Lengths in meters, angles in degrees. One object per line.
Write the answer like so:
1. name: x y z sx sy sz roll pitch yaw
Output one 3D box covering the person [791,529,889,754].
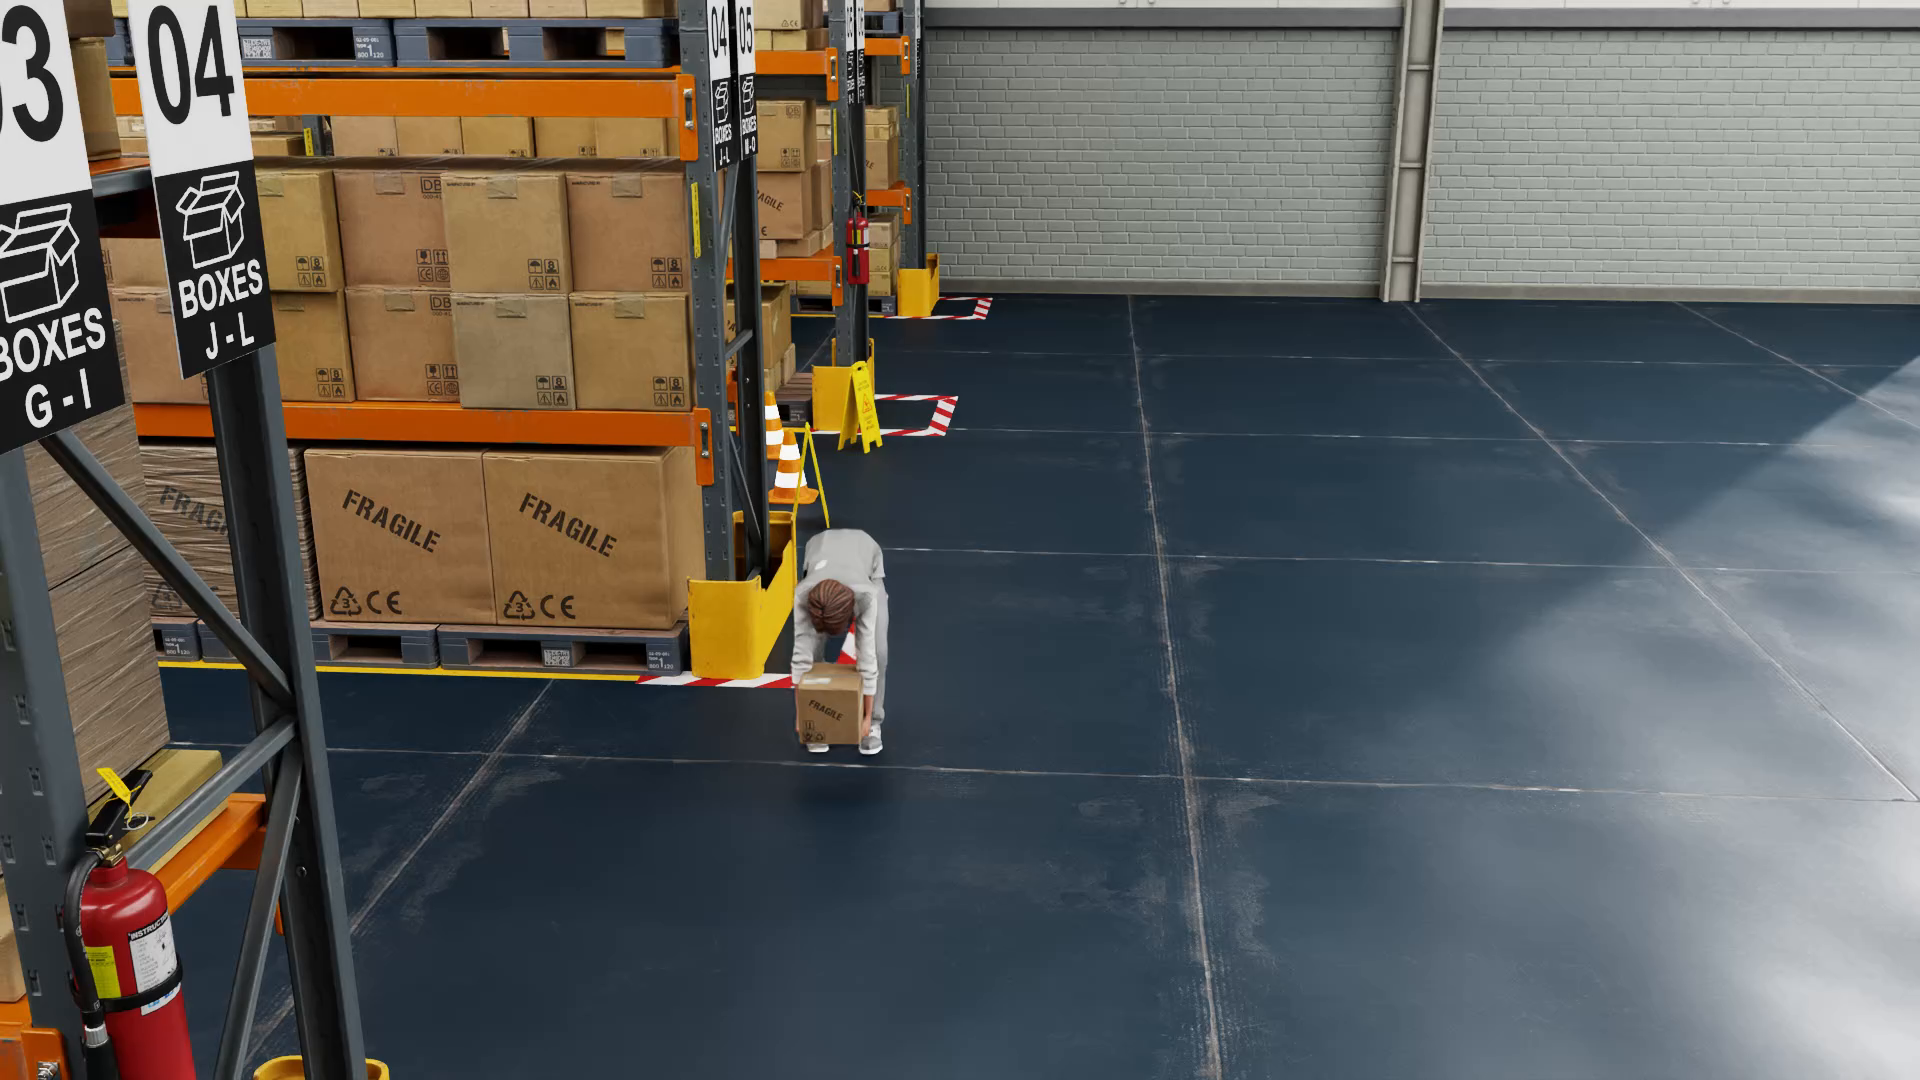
1. person: -0.512 0.493 7.026 0.399 0.991 0.872 1 18 2
